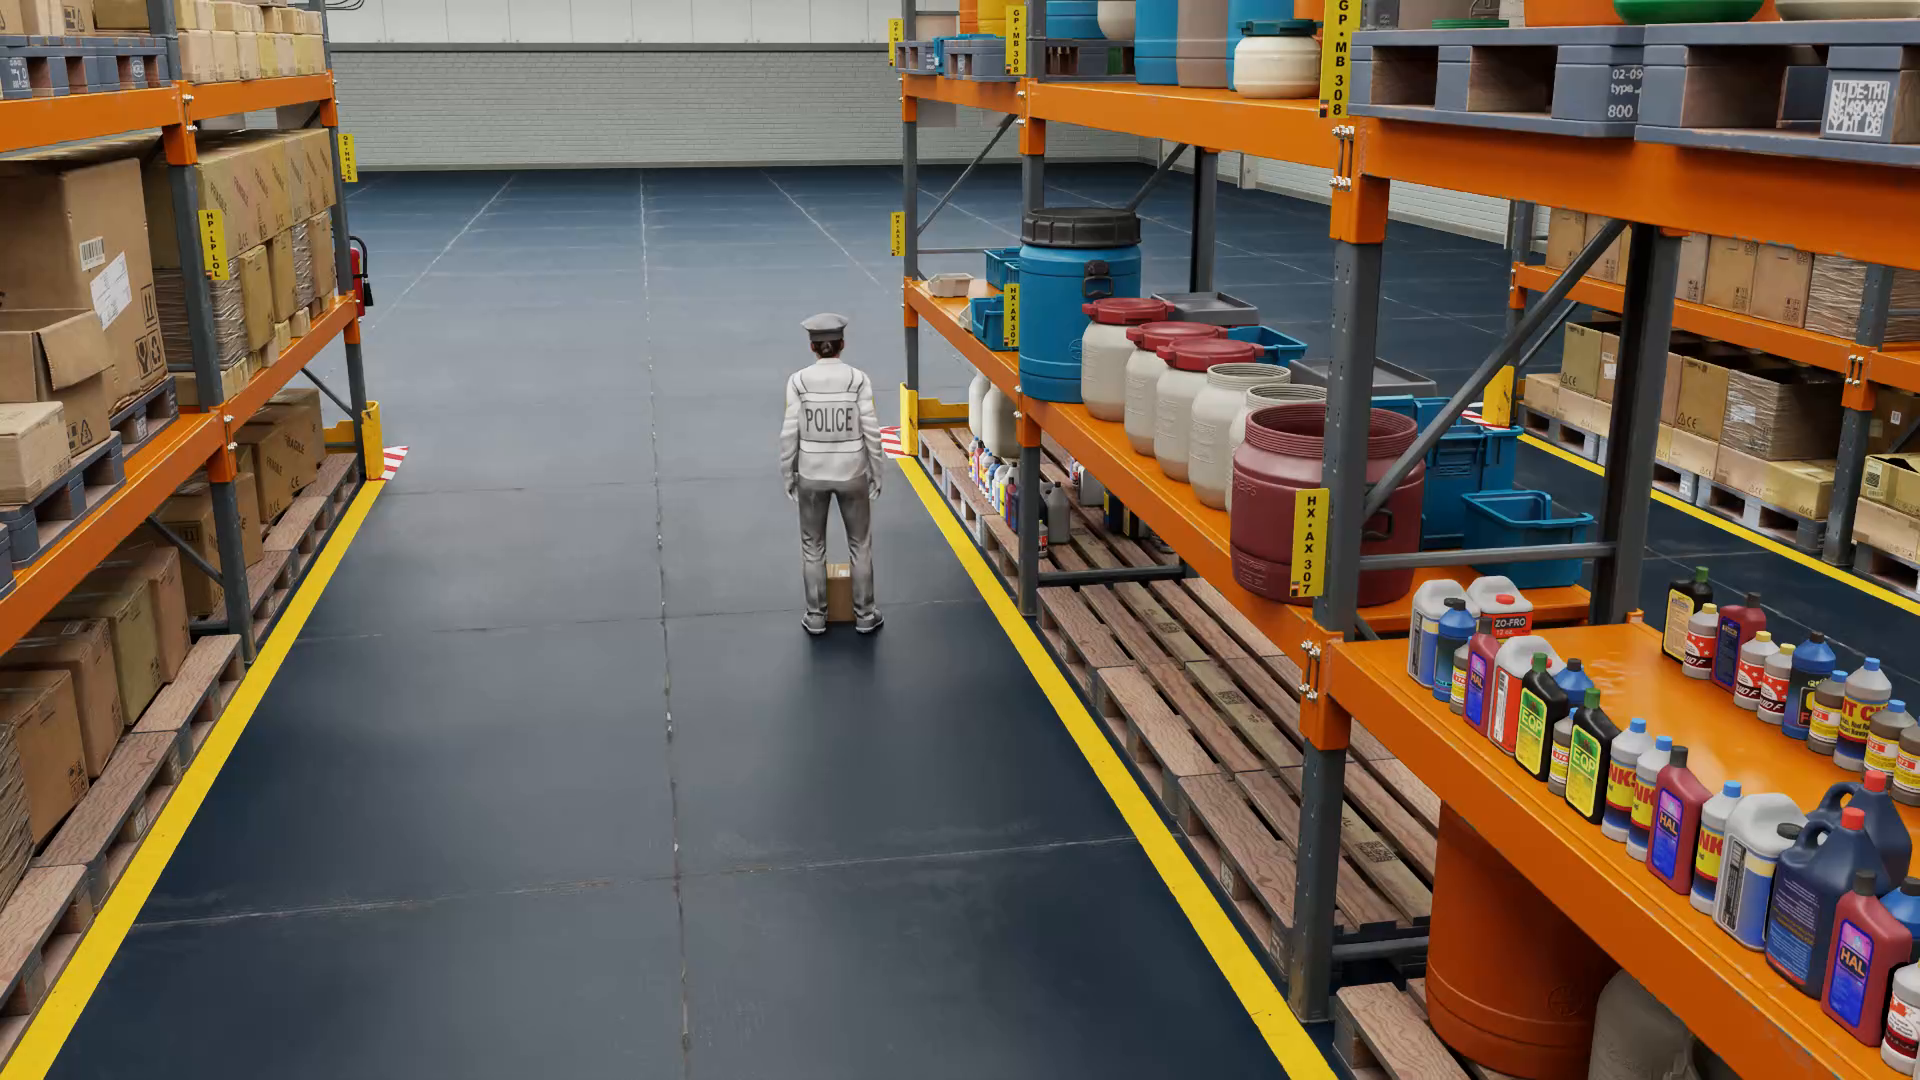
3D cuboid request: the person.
[{"bbox_3d":[-0.660,-0.324,8.628,0.529,1.662,0.373,-1,16,-2],"label":"person"}]
